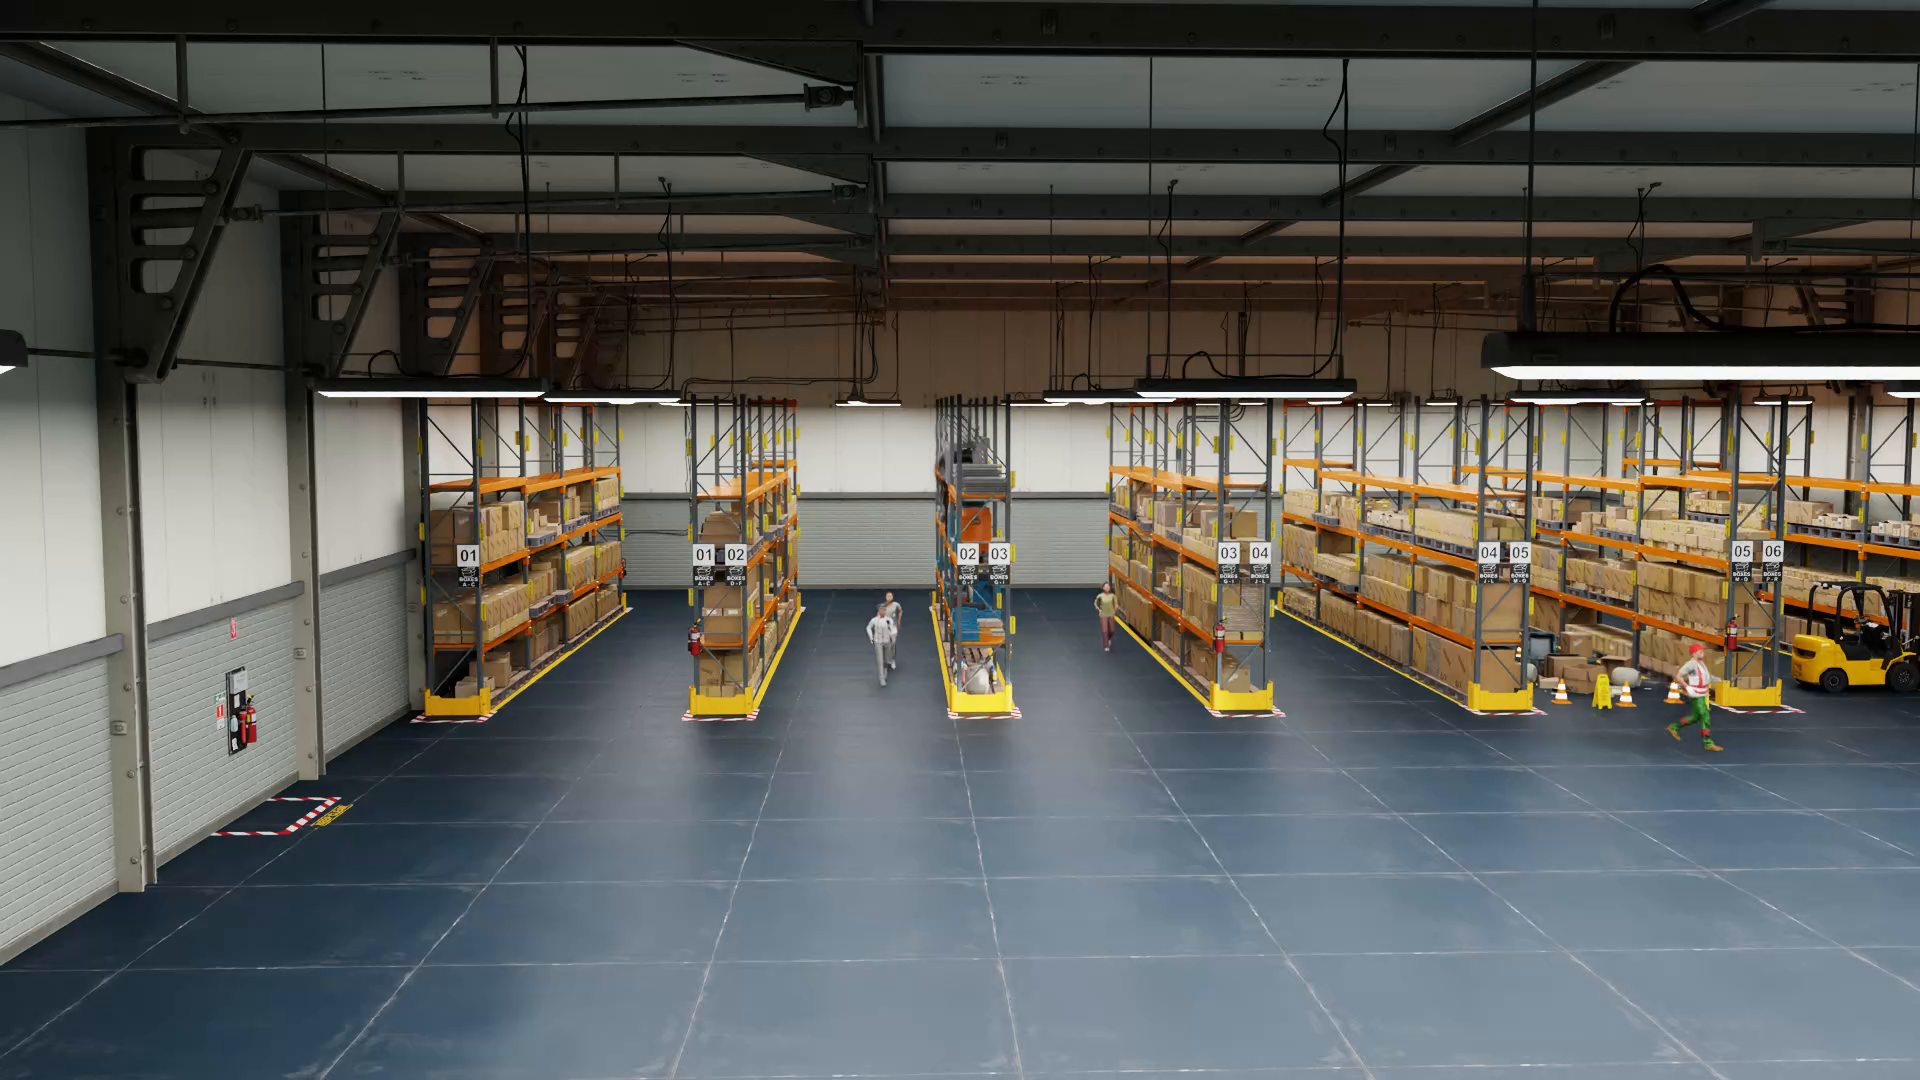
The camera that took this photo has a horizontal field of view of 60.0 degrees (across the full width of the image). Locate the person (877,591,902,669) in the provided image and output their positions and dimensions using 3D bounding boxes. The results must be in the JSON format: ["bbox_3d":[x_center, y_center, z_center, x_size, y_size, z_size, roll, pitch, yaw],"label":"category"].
[{"bbox_3d":[-1.575,1.989,37.006,0.555,1.725,0.761,0,4,1],"label":"person"}]

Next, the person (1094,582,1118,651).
[{"bbox_3d":[3.471,1.807,39.443,0.578,1.619,0.569,0,5,-4],"label":"person"}]

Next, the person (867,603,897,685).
[{"bbox_3d":[-1.622,2.147,34.705,0.624,1.669,0.875,-1,5,-10],"label":"person"}]

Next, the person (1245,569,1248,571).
[{"bbox_3d":[7.982,1.107,47.898,0.709,1.677,0.891,3,6,37],"label":"person"}]

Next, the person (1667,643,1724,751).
[{"bbox_3d":[12.376,2.621,27.955,0.981,1.768,0.665,4,6,43],"label":"person"}]
